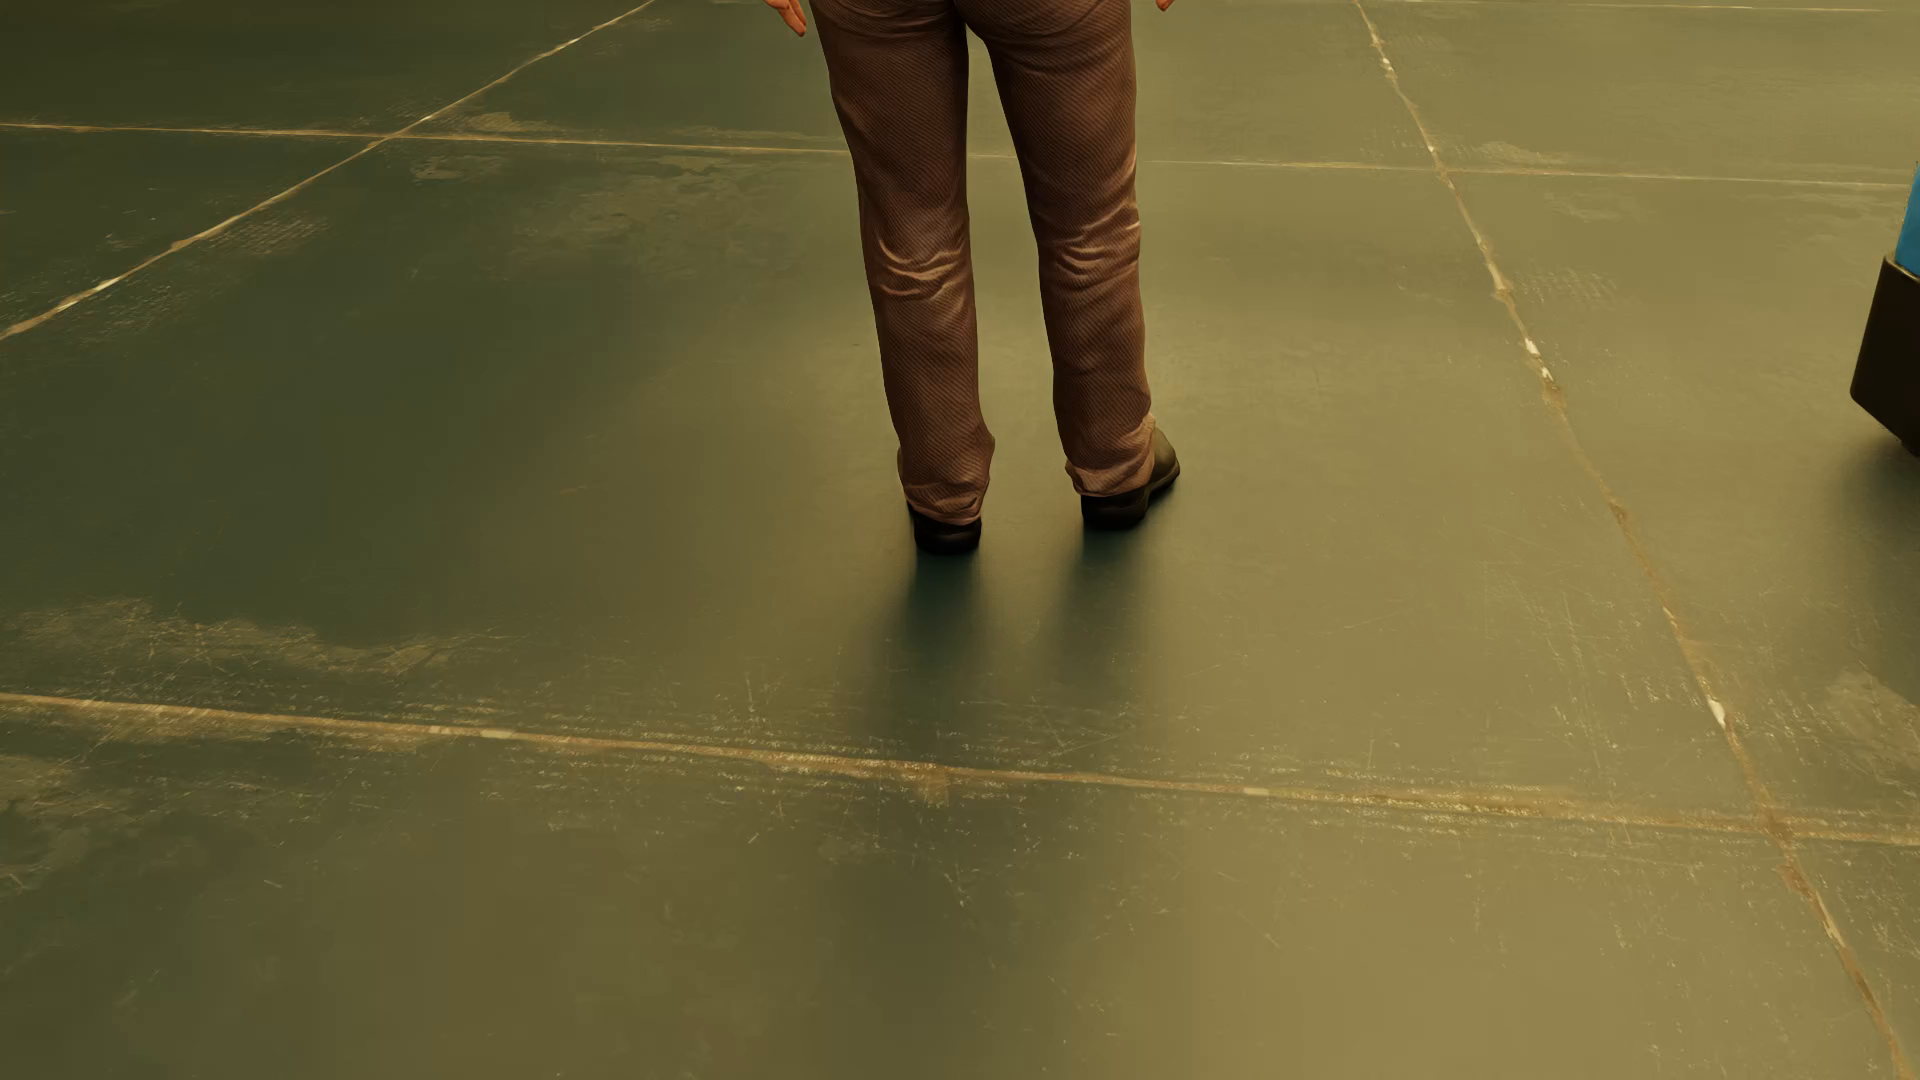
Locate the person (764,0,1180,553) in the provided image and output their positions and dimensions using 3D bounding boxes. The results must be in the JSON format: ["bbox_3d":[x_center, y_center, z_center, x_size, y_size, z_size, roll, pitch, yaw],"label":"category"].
[{"bbox_3d":[0.015,-0.804,2.167,0.634,1.722,0.566,3,27,7],"label":"person"}]

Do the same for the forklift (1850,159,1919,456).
[{"bbox_3d":[3.004,-1.263,1.748,3.031,2.935,1.130,1,27,2],"label":"forklift"}]
